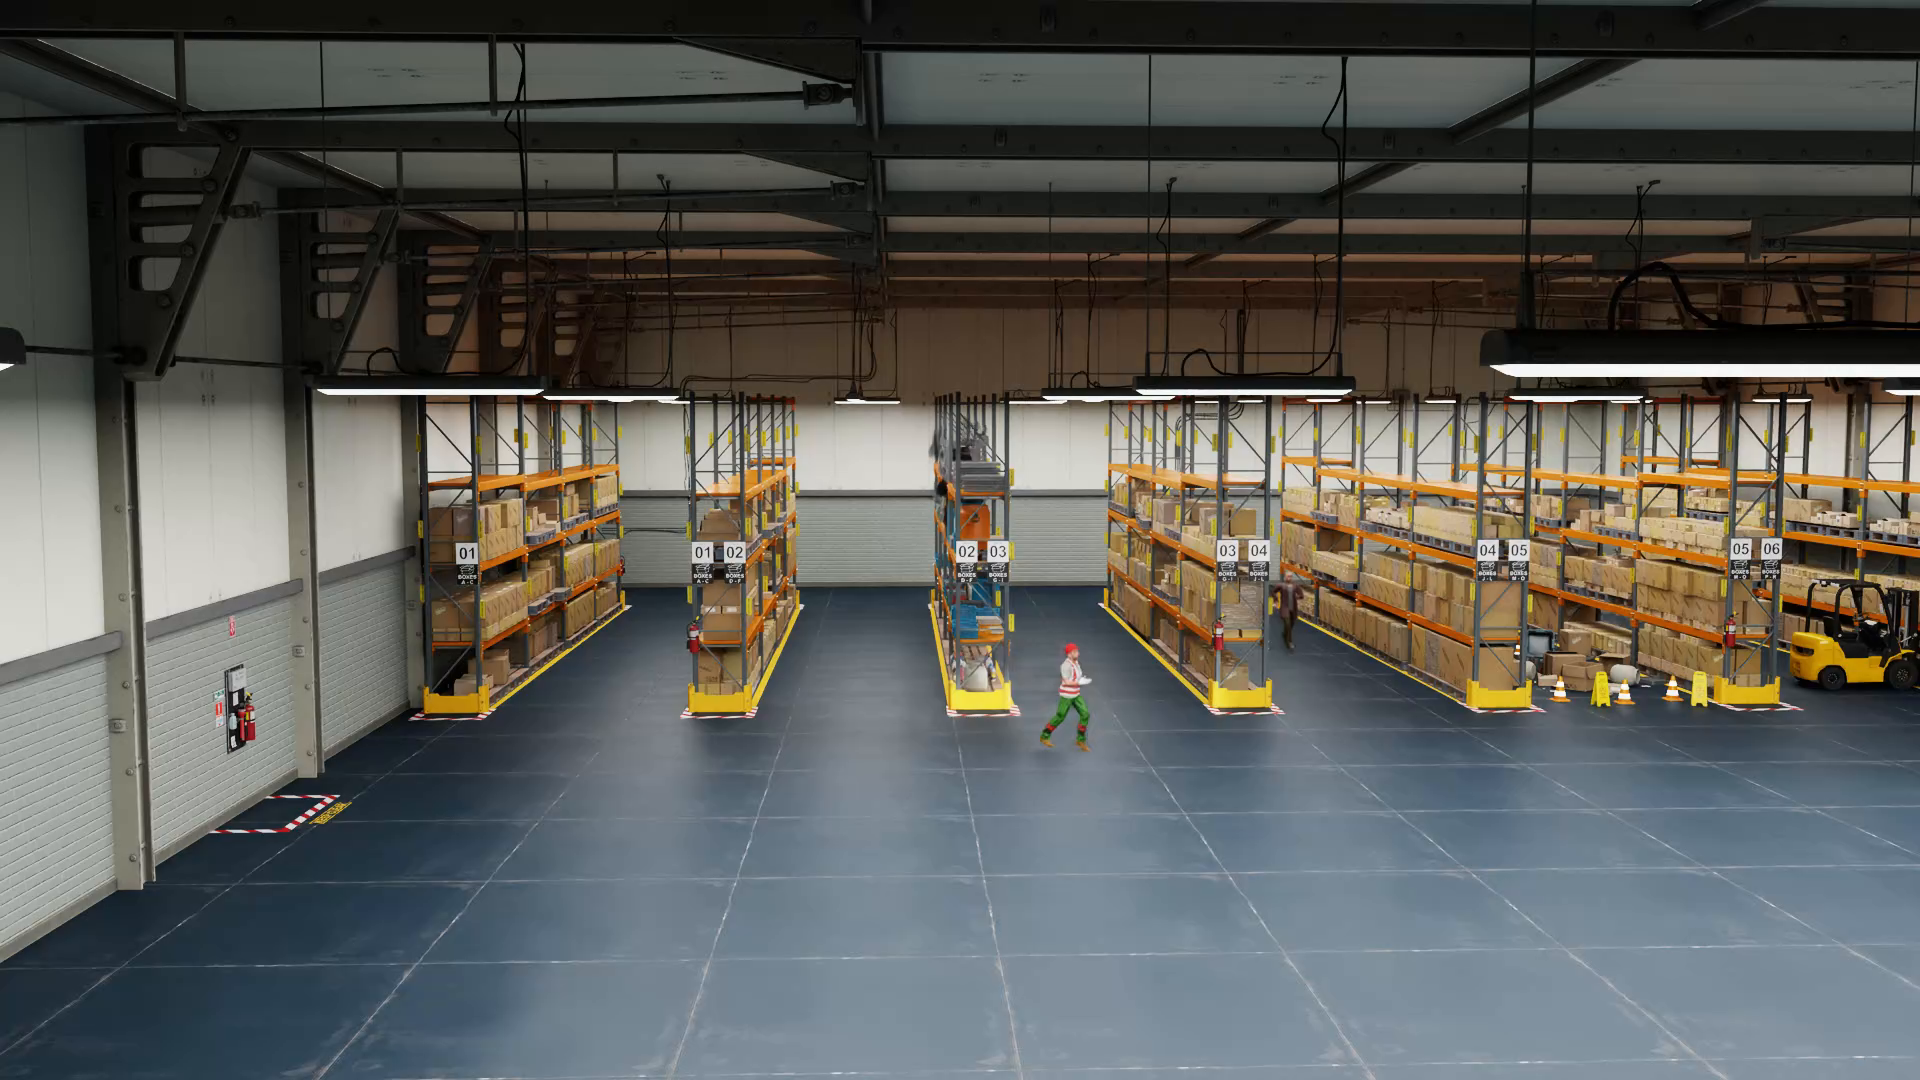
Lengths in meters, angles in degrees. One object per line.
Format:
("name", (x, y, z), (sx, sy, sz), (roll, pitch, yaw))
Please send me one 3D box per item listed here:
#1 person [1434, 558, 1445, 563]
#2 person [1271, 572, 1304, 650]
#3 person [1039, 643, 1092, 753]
("person", (14.260, 0.932, 49.204), (0.867, 1.743, 0.743), (1, 5, 7))
("person", (7.785, 1.656, 39.415), (0.697, 1.769, 1.045), (-1, 5, -11))
("person", (1.794, 2.617, 27.643), (0.925, 1.829, 0.673), (3, 5, 29))
